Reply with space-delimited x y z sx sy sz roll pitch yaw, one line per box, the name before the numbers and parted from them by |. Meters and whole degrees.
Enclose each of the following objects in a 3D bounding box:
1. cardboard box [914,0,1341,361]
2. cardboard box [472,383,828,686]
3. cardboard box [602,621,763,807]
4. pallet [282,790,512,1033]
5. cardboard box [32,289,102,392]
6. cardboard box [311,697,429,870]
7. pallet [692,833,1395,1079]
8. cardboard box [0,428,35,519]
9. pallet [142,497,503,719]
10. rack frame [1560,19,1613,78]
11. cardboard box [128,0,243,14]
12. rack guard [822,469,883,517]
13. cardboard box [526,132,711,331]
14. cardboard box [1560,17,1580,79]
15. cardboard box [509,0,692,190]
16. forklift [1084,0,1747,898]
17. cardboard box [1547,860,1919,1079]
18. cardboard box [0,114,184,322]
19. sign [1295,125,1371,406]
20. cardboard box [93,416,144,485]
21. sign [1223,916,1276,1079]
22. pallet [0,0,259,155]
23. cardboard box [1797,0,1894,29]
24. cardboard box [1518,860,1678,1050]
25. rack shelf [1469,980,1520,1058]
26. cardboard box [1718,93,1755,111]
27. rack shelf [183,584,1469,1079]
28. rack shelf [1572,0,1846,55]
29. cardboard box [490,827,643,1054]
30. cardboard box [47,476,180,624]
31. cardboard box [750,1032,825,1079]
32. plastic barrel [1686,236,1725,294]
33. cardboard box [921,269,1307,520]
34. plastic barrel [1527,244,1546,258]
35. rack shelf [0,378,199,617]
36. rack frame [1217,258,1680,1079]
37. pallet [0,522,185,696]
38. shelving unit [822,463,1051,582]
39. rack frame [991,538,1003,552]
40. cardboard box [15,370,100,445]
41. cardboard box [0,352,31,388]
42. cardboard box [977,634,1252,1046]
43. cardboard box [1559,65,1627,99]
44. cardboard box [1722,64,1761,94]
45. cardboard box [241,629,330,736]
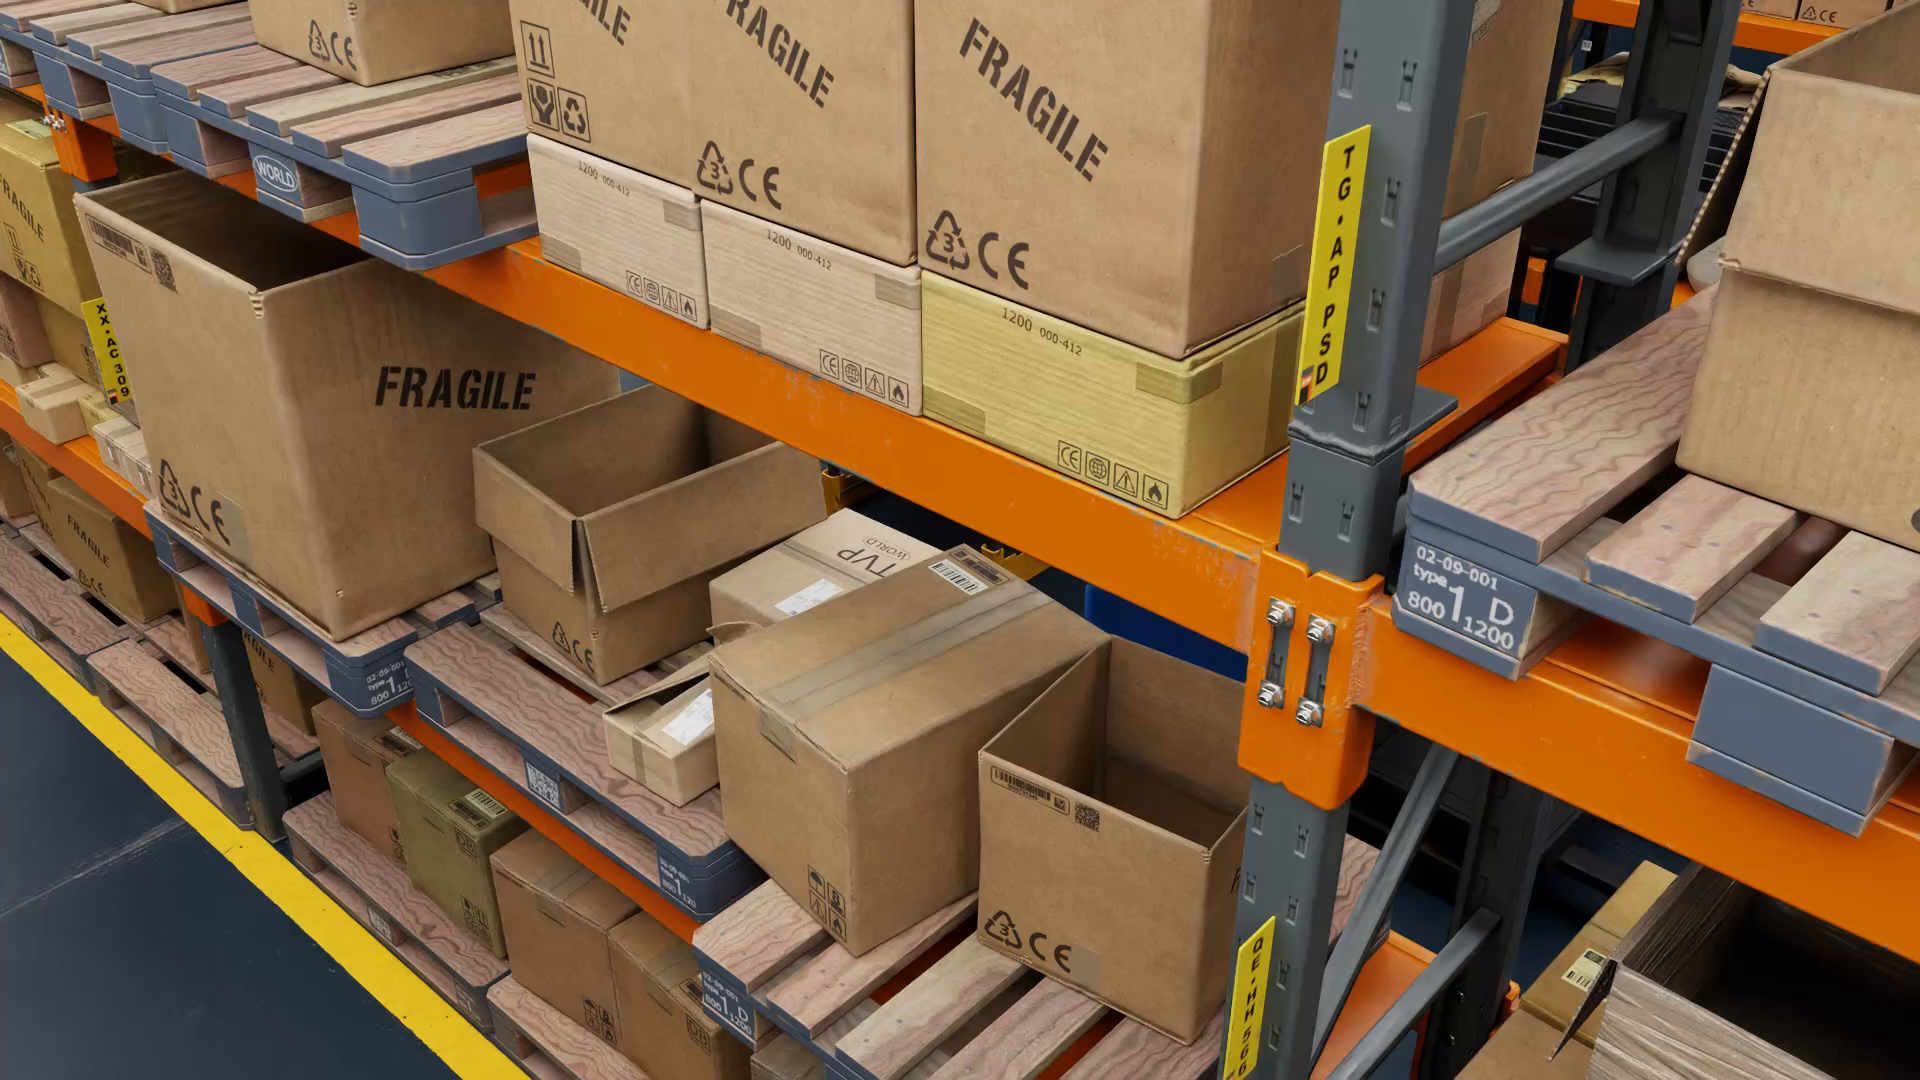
cardboard box | 0.285 -0.632 2.401 0.500 0.500 0.500 26 40 36
cardboard box | -0.812 -0.064 4.441 0.797 0.503 0.637 -25 39 -35
cardboard box | -0.611 0.384 3.928 0.258 0.266 0.396 24 38 34
pallet | -1.581 1.059 5.786 1.213 0.211 1.003 25 39 35
cardboard box | -2.798 -0.941 6.019 0.500 0.500 0.875 25 39 35
cardboard box | -1.718 0.699 5.678 0.500 0.500 0.700 22 37 32
pallet | 0.207 0.856 3.606 1.003 0.211 1.213 25 39 35
cardboard box | -4.207 -0.482 7.658 0.500 0.500 0.500 -18 36 -28
pallet | -1.690 -0.002 5.031 1.213 0.211 1.003 25 39 35
rack frame | 4.491 -4.191 11.804 0.127 3.000 1.000 25 39 35
cardboard box | -1.877 -1.713 4.272 0.637 0.503 0.797 23 38 33
rack guard | -0.426 -0.306 8.016 0.087 0.250 0.587 25 39 35
cardboard box | -0.458 -0.653 3.164 0.500 0.250 0.500 26 40 36
cardboard box | 4.357 -3.795 12.677 0.500 0.500 0.500 25 39 35
cardboard box | -0.459 -0.982 2.983 0.500 0.500 0.500 26 40 36
forklift | 1.891 -0.299 5.405 3.031 2.935 1.130 26 40 36
cardboard box | 1.338 0.766 2.499 0.637 0.503 0.797 27 40 37
cardboard box | -2.678 -1.054 5.237 0.500 0.500 0.500 25 39 35
sign | 0.441 -0.320 1.964 0.005 0.325 0.100 25 39 35
cardboard box | -2.695 -0.349 5.665 0.250 0.149 0.380 25 39 35
sign | 0.449 0.728 2.586 0.005 0.325 0.100 25 39 35
pallet | -1.773 -1.355 4.366 1.003 0.211 1.213 25 39 35
cardboard box | 5.811 -3.607 10.736 0.500 0.500 0.500 25 39 35
cardboard box | 1.339 1.013 3.062 0.500 0.500 0.500 26 40 36
rack shelf | 2.289 1.980 2.250 4.000 0.370 1.077 25 39 35
cardboard box | 5.382 -2.841 11.277 0.500 0.311 0.500 24 38 34
rack shelf | -0.676 0.596 4.549 4.000 0.370 1.077 25 39 35
rack shelf | 5.974 -3.191 10.840 4.000 0.370 1.077 25 39 35
cardboard box | -0.962 1.064 5.071 0.500 0.500 0.700 21 37 31
cardboard box | -3.372 -0.047 6.937 0.500 0.500 0.500 21 37 31
cardboard box | -0.124 1.451 4.429 0.500 0.500 0.700 21 37 31
plastic barrel | 3.224 -1.236 6.787 0.421 0.512 0.421 0 31 0
cardboard box | 0.289 -0.312 2.597 0.500 0.250 0.500 25 39 35
plastic barrel | 2.591 -1.538 7.265 0.433 0.535 0.433 0 31 0
rack shelf | -3.642 -0.789 6.849 4.000 0.370 1.077 25 39 35
rack frame | 0.806 0.980 3.214 0.127 3.000 1.000 25 39 35
pallet | -3.590 0.149 7.298 1.213 0.211 1.003 25 39 35
shelving unit | -0.057 -0.669 7.407 1.083 1.500 0.587 25 39 35
rack frame | 0.314 -0.496 7.120 0.032 1.500 0.500 25 39 35
cardboard box | -3.100 -0.502 5.920 0.250 0.149 0.380 25 39 35
cardboard box | -3.409 -0.711 6.265 0.250 0.149 0.380 25 39 35
cardboard box | 0.379 0.585 3.365 0.500 0.500 0.500 20 36 29
cardboard box | 4.630 -3.195 11.865 0.500 0.311 0.500 25 39 35
cardboard box | 5.374 -3.225 11.915 0.500 0.311 0.500 26 40 36
cardboard box | -2.429 0.333 6.305 0.500 0.500 0.500 24 38 34
